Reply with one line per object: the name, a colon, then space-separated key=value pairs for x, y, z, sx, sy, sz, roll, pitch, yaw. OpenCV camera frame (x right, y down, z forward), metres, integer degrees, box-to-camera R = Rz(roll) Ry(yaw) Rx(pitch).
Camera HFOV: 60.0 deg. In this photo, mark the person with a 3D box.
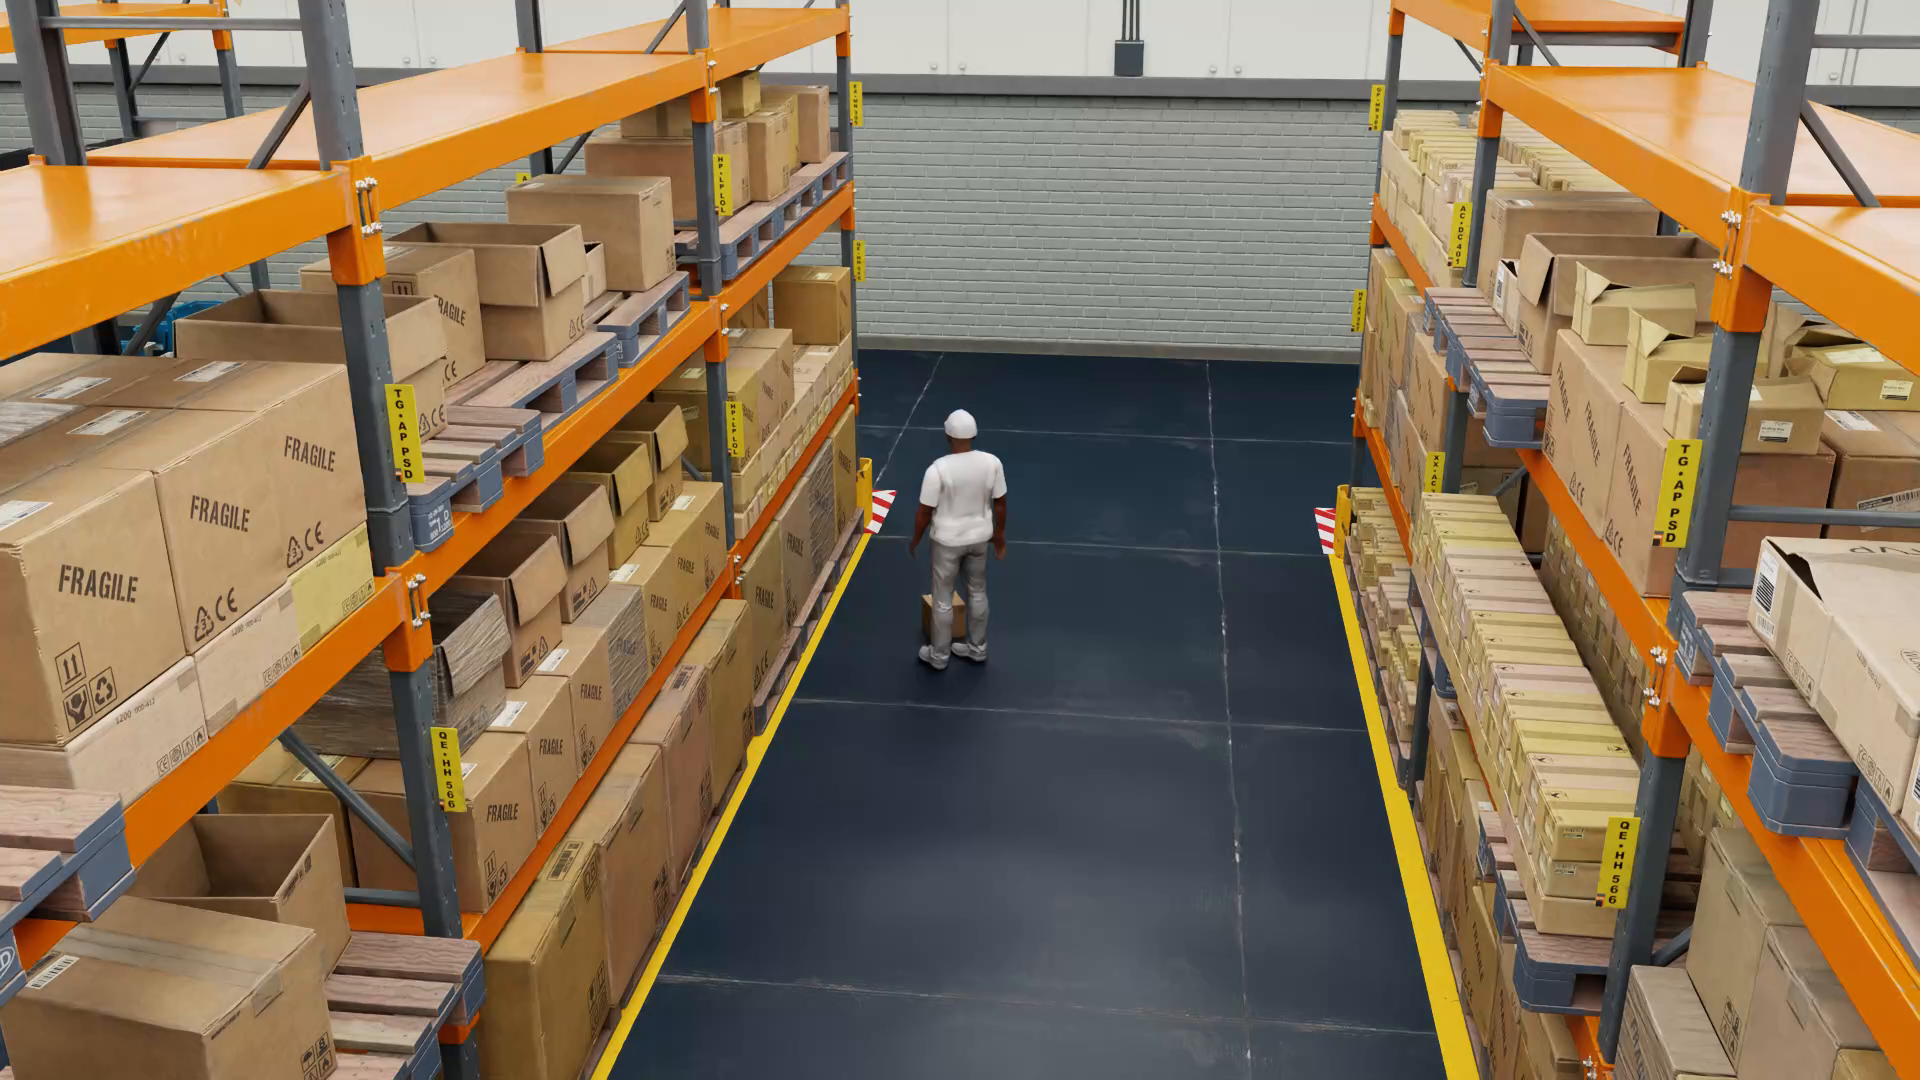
person: x=-0.008 y=-0.021 z=11.049 sx=0.618 sy=1.776 sz=0.411 roll=-9 pitch=23 yaw=-23
